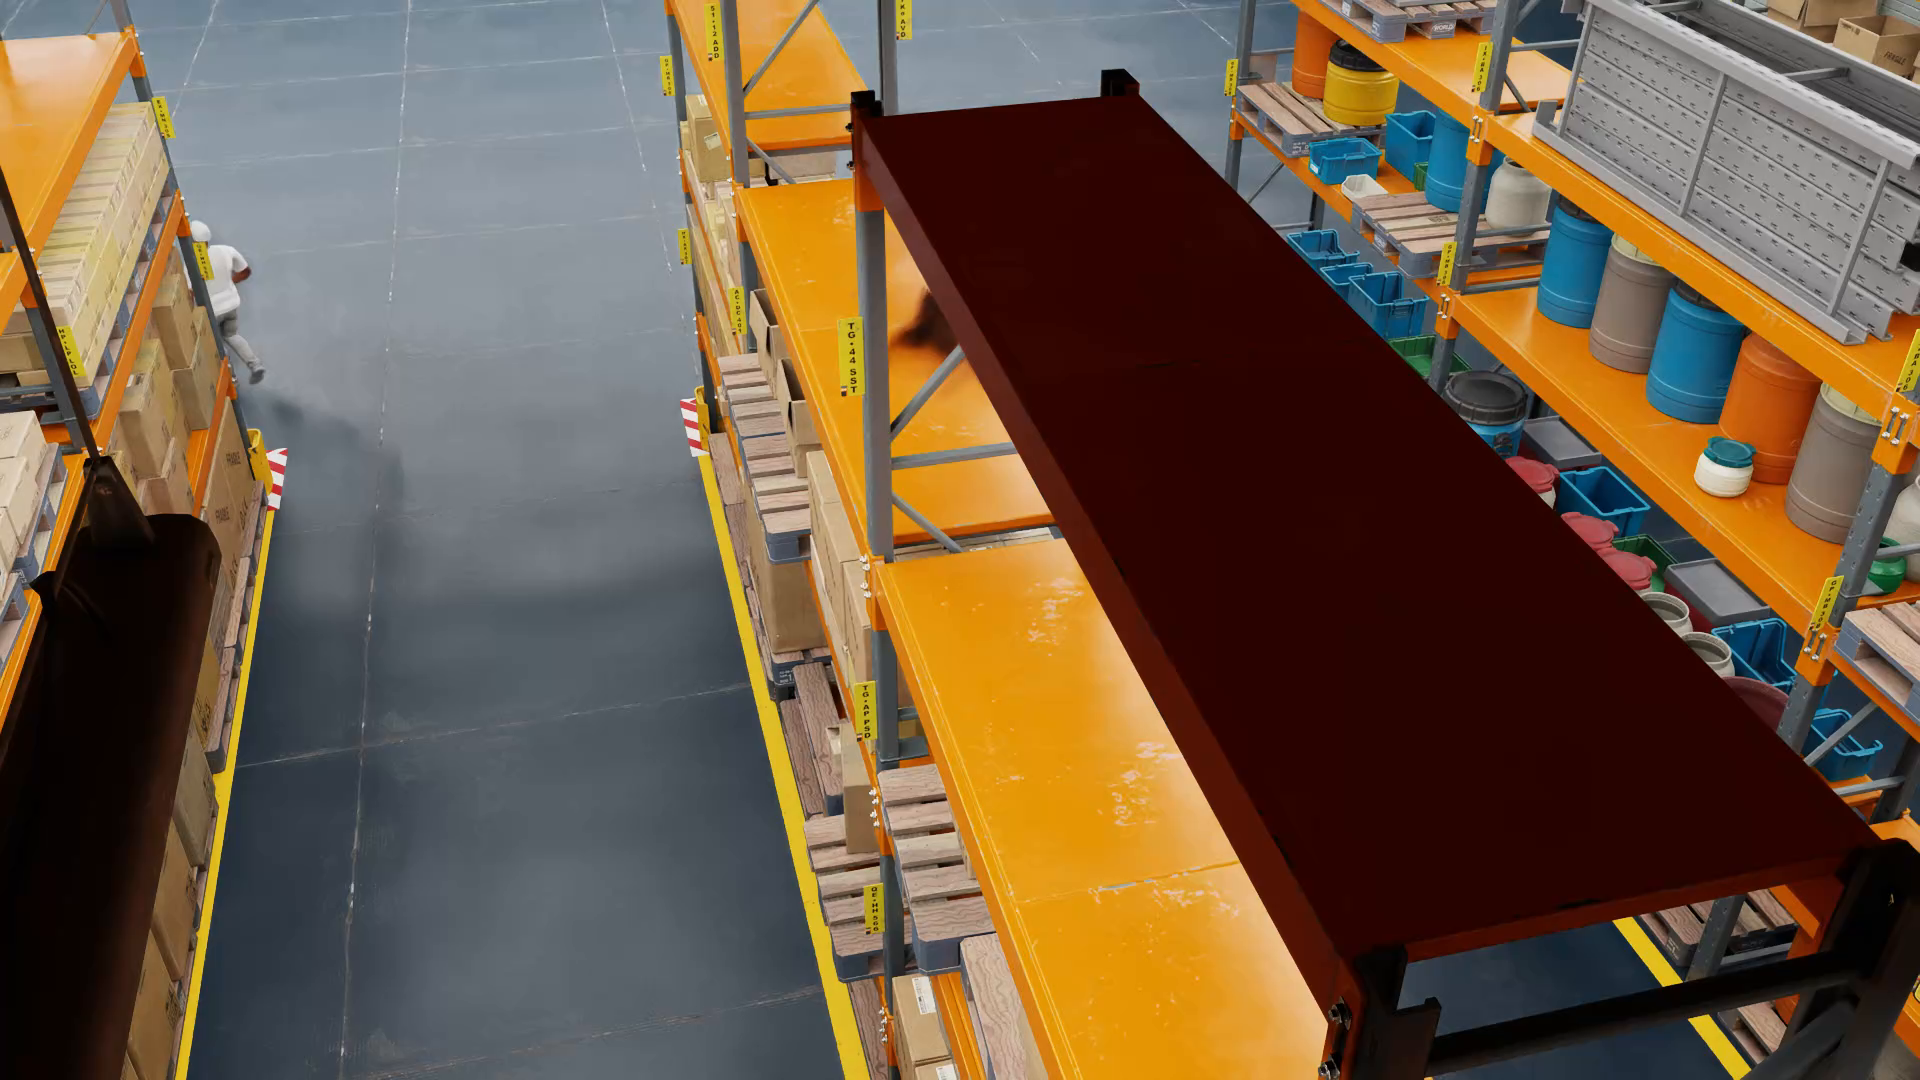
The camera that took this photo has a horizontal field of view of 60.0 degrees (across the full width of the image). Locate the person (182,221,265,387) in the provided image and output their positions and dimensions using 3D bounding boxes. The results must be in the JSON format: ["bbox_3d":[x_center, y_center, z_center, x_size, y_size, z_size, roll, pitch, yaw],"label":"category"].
[{"bbox_3d":[-7.038,-2.209,15.788,0.687,1.738,0.733,23,40,29],"label":"person"}]
